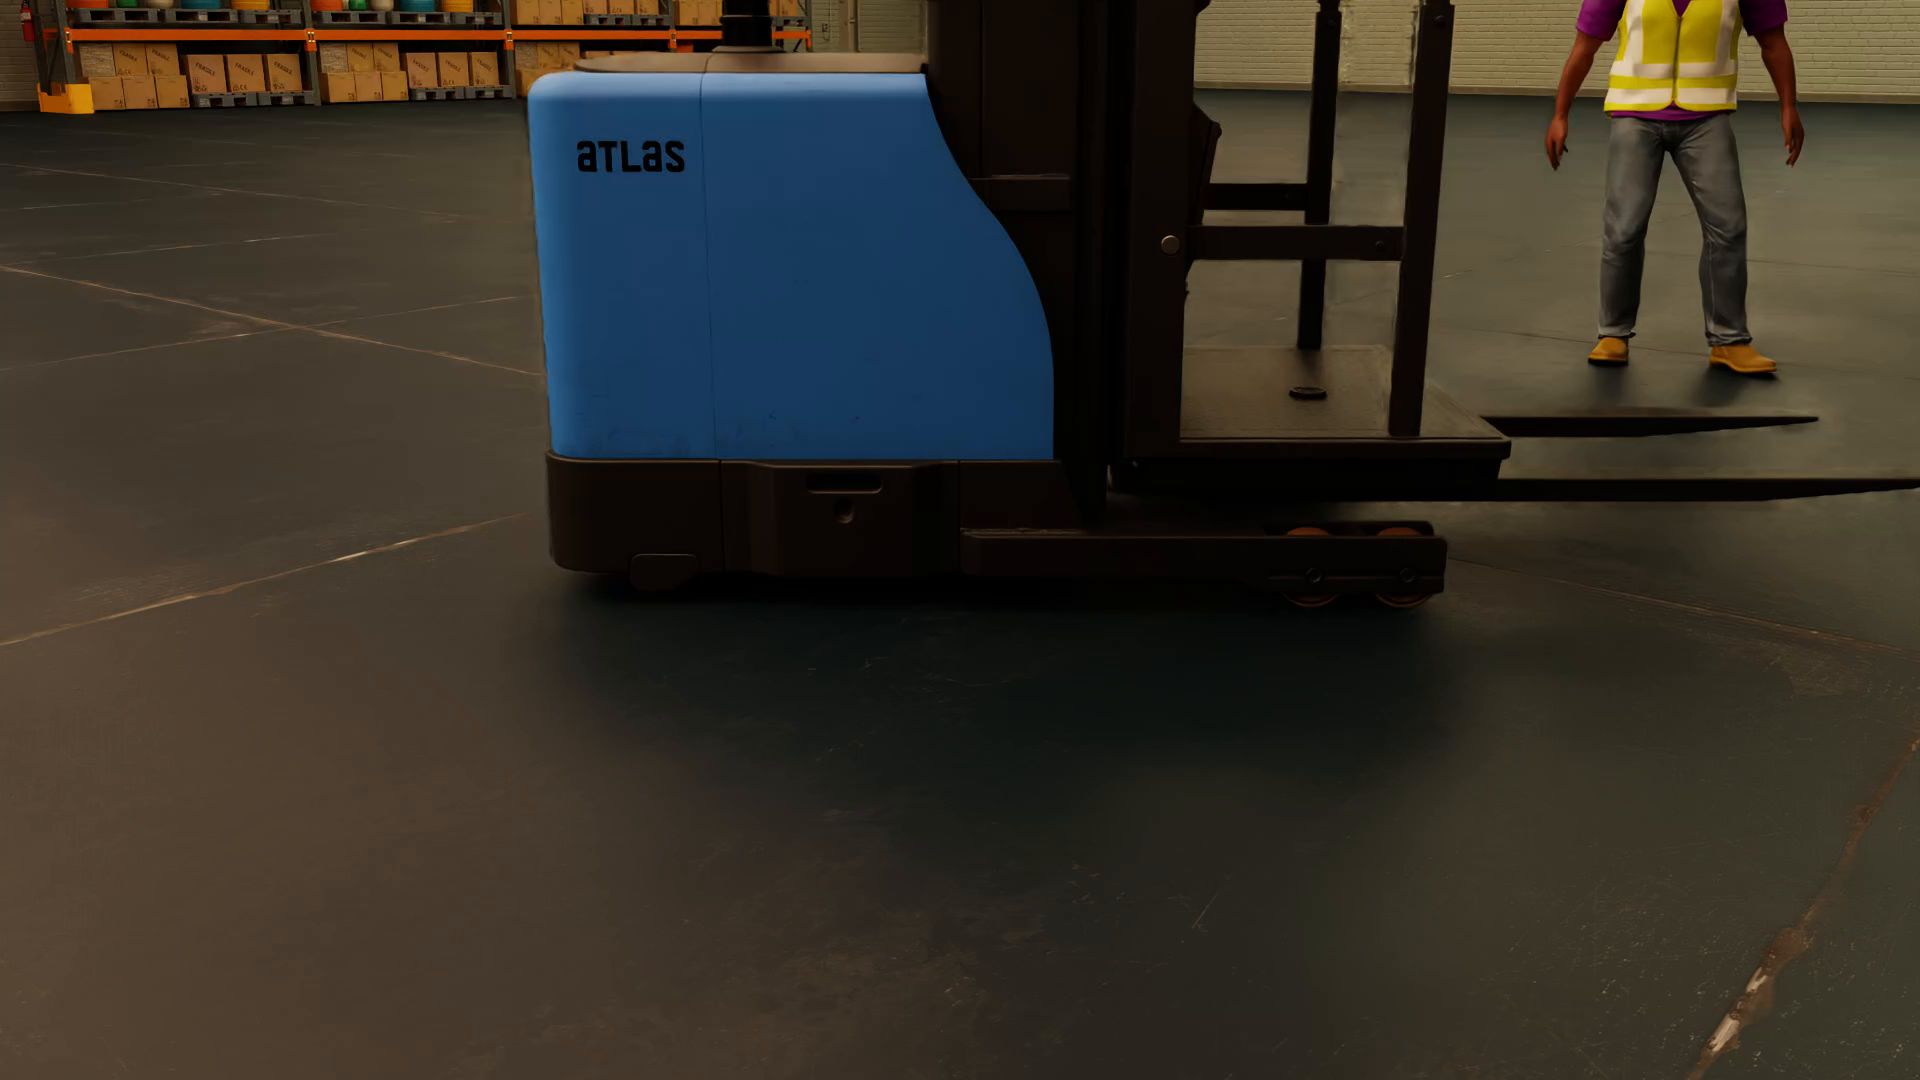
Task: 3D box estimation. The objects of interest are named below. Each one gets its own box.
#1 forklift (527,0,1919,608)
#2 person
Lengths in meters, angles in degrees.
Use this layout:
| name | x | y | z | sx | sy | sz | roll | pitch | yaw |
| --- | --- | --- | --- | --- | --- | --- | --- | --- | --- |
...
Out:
| name | x | y | z | sx | sy | sz | roll | pitch | yaw |
| --- | --- | --- | --- | --- | --- | --- | --- | --- | --- |
| forklift | 0.646 | -1.417 | 3.562 | 3.031 | 2.935 | 1.130 | 0 | 17 | 0 |
| person | 2.496 | -1.472 | 5.802 | 0.841 | 1.737 | 0.428 | 5 | 18 | 16 |
